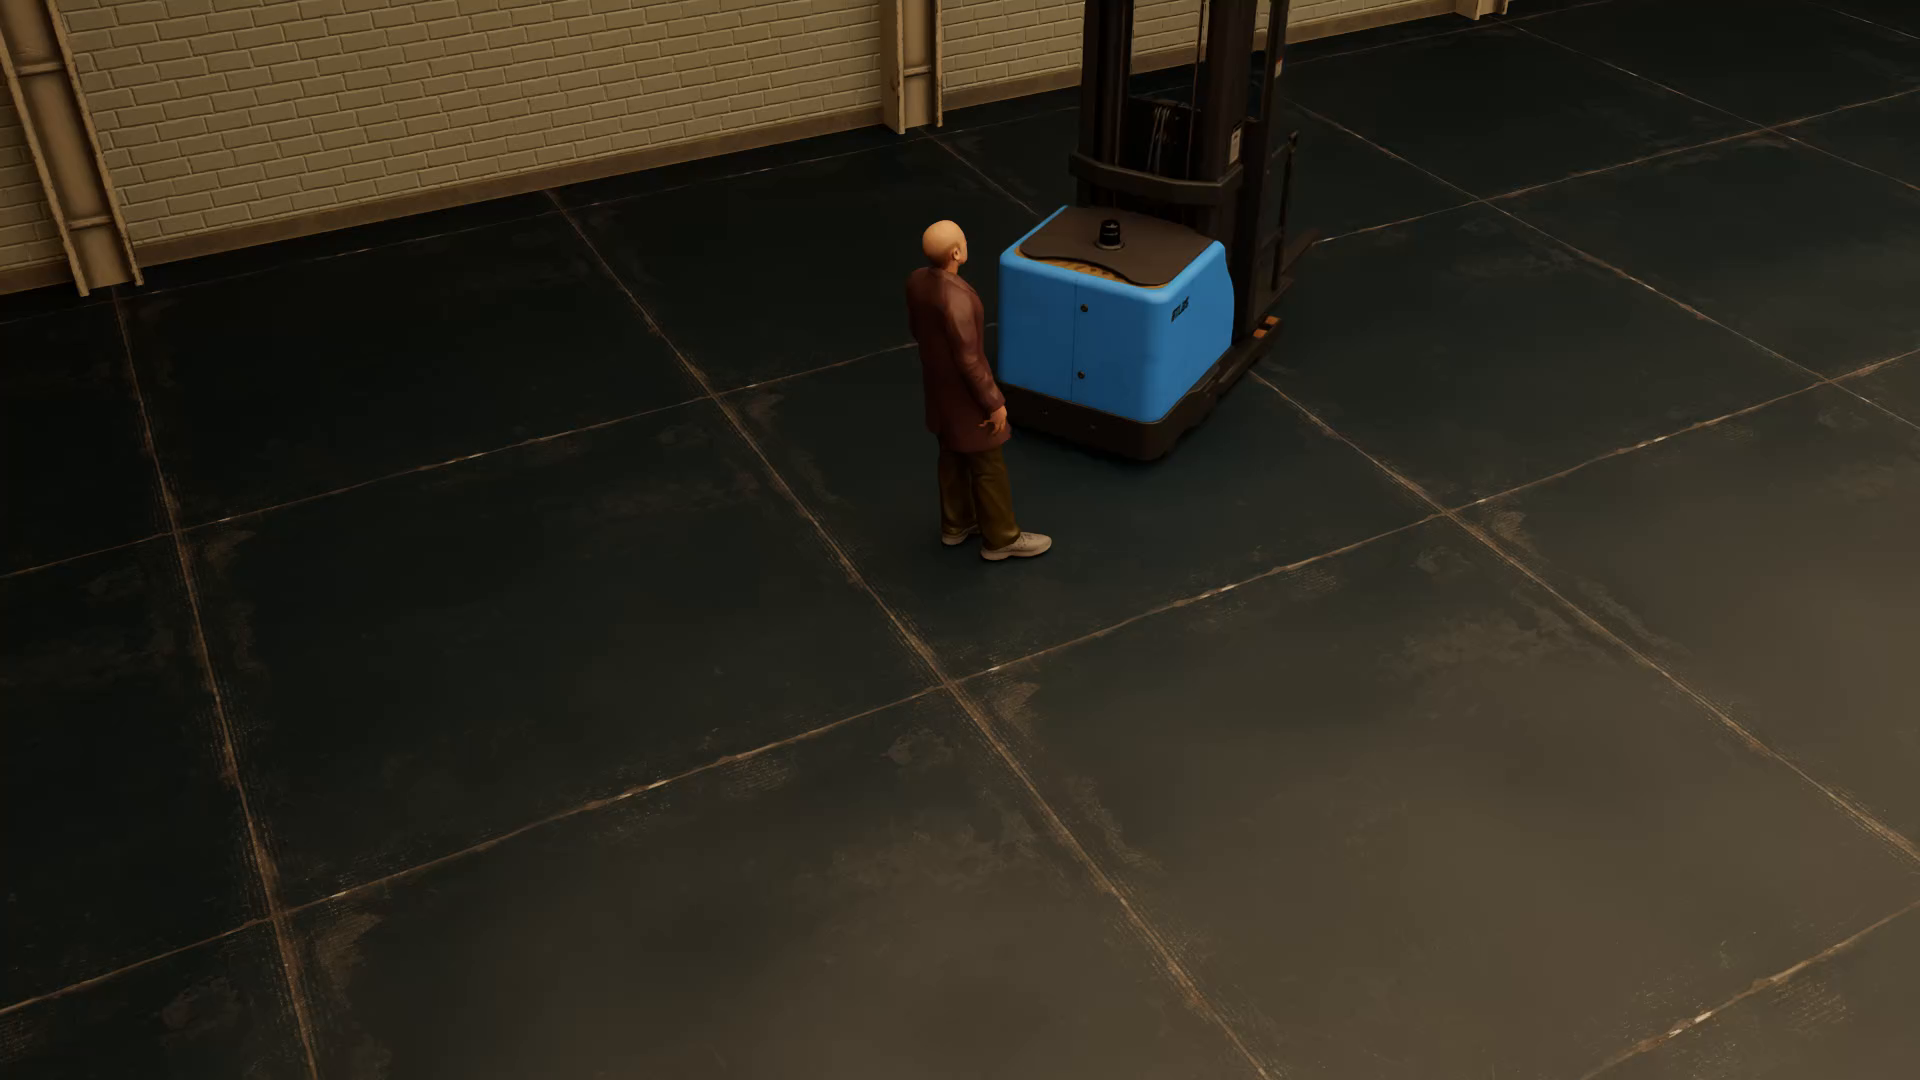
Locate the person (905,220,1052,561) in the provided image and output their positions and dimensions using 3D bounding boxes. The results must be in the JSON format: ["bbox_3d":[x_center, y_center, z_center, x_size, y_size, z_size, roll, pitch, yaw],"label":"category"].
[{"bbox_3d":[0.082,-0.754,8.177,0.582,1.775,0.694,-17,39,-23],"label":"person"}]

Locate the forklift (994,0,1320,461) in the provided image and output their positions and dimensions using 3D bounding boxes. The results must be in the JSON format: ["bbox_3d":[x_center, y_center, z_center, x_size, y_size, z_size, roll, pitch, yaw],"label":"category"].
[{"bbox_3d":[1.375,-2.456,9.598,1.130,2.935,3.031,19,39,24],"label":"forklift"}]
